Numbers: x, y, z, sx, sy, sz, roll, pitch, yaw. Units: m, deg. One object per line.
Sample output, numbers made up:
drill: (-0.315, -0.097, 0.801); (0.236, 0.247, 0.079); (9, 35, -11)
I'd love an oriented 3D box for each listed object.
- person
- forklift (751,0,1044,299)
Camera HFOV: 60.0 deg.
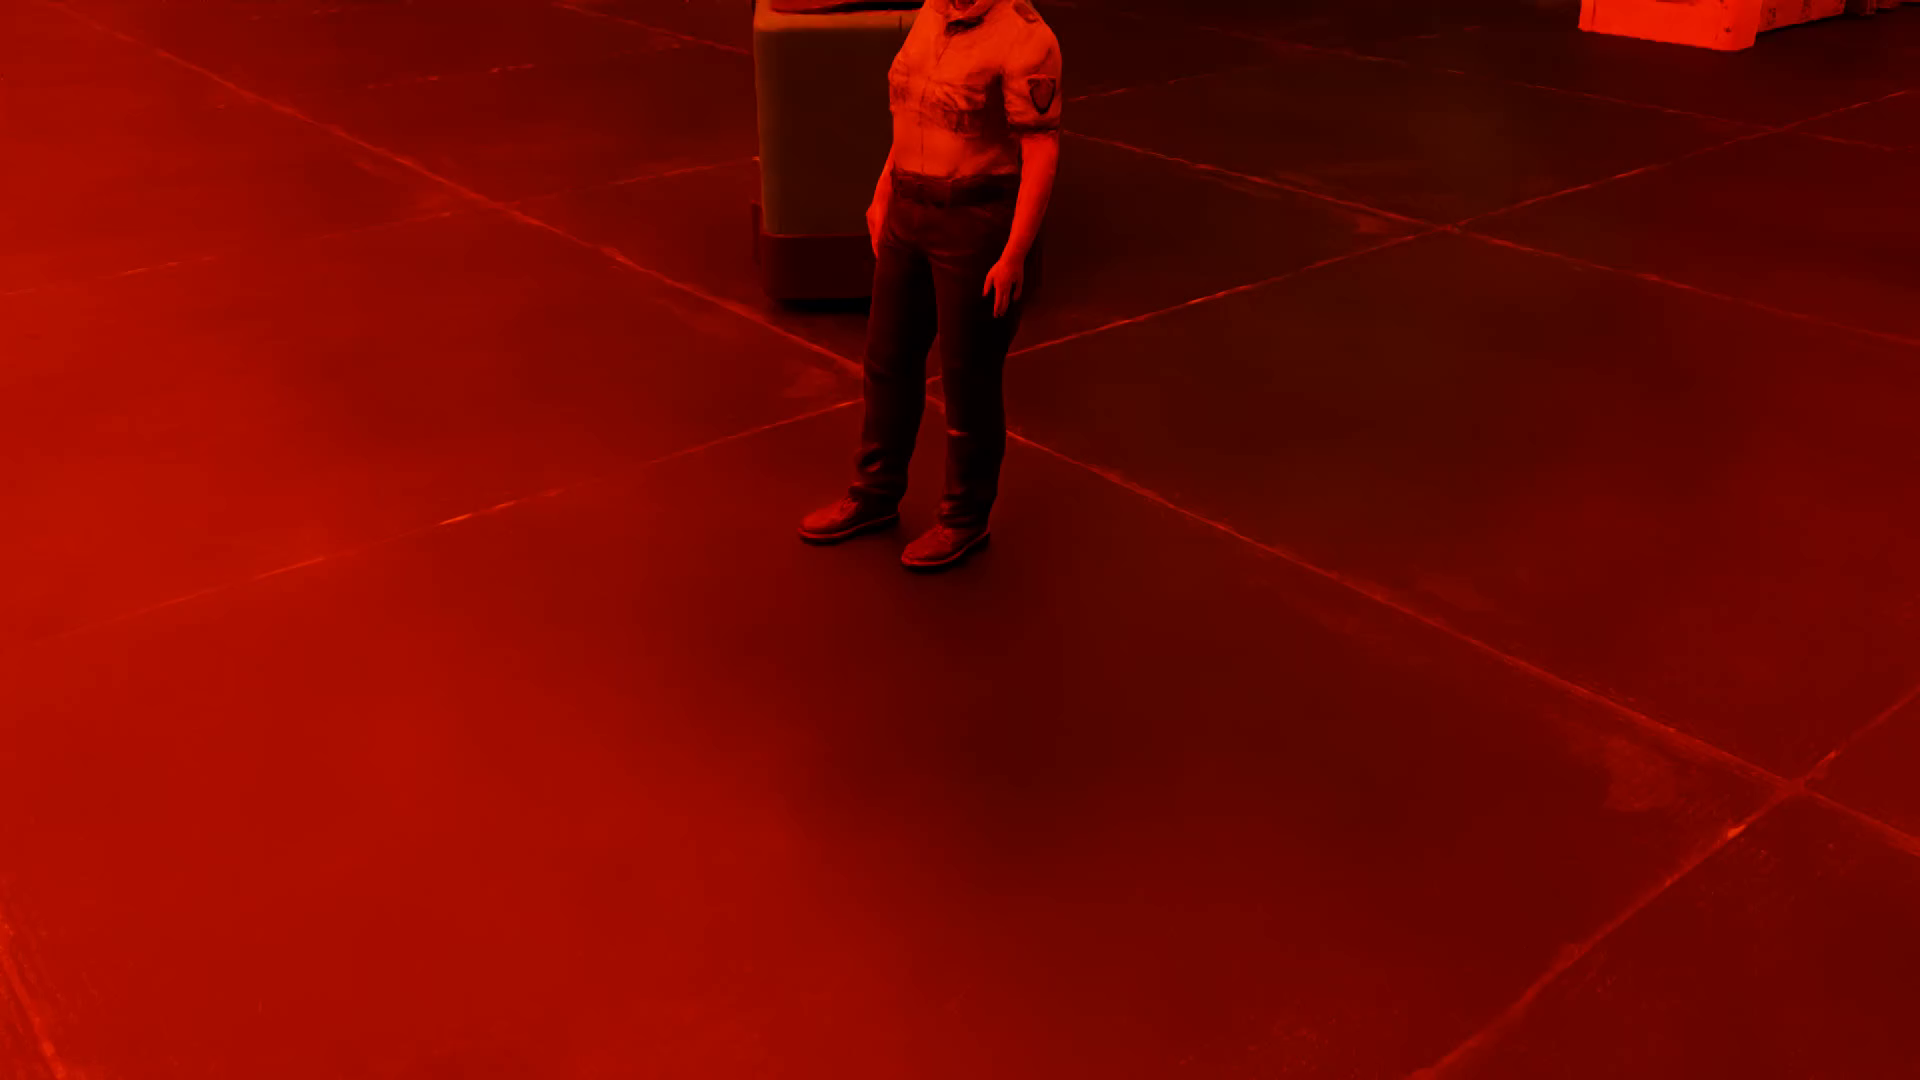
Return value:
person: (-0.083, -0.727, 4.096); (0.502, 1.650, 0.599); (-20, 33, -35)
forklift: (-0.342, -2.823, 6.893); (1.130, 2.935, 3.031); (-2, 26, -5)
